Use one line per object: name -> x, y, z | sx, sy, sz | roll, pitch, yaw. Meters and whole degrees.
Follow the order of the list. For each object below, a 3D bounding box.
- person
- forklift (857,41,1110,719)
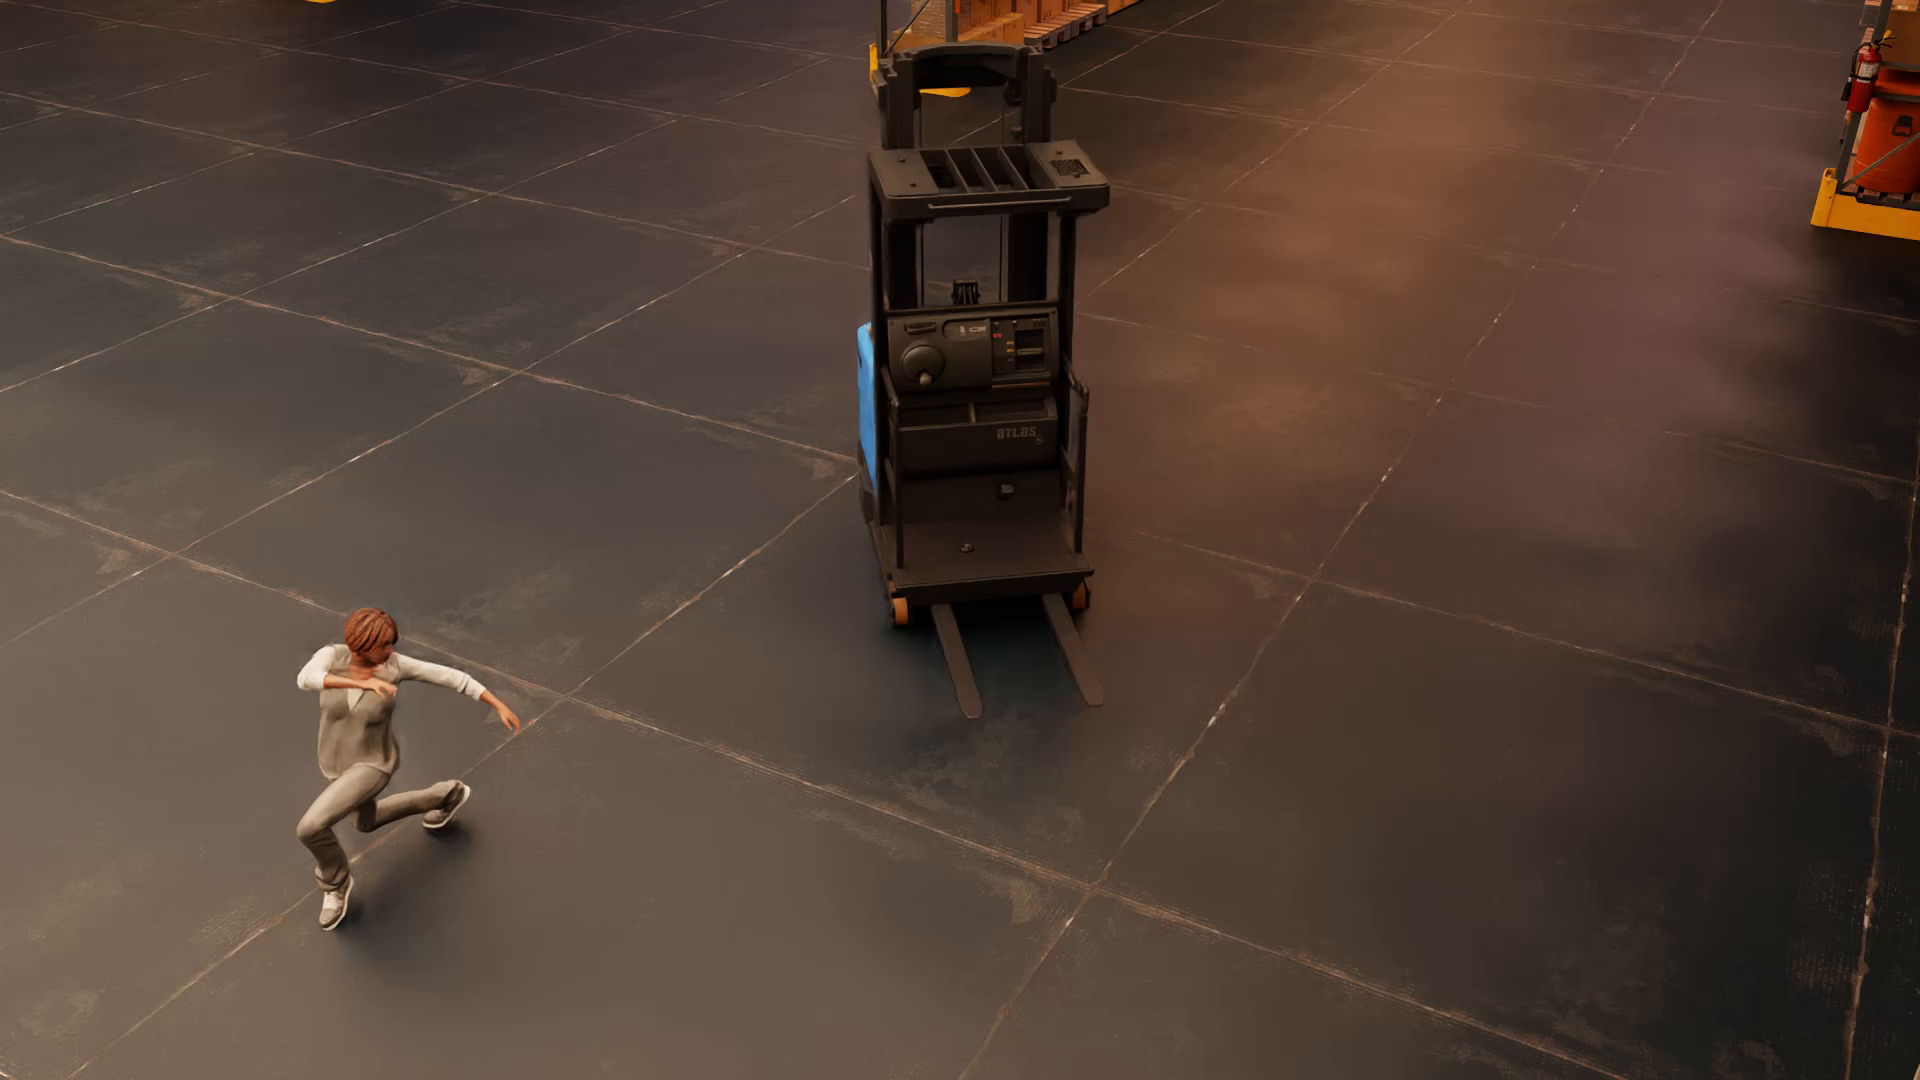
person -> -2.376, 0.926, 7.076 | 0.780, 1.325, 0.887 | 10, 31, 17
forklift -> 0.114, -0.985, 8.778 | 1.130, 2.935, 3.031 | -5, 30, -9
